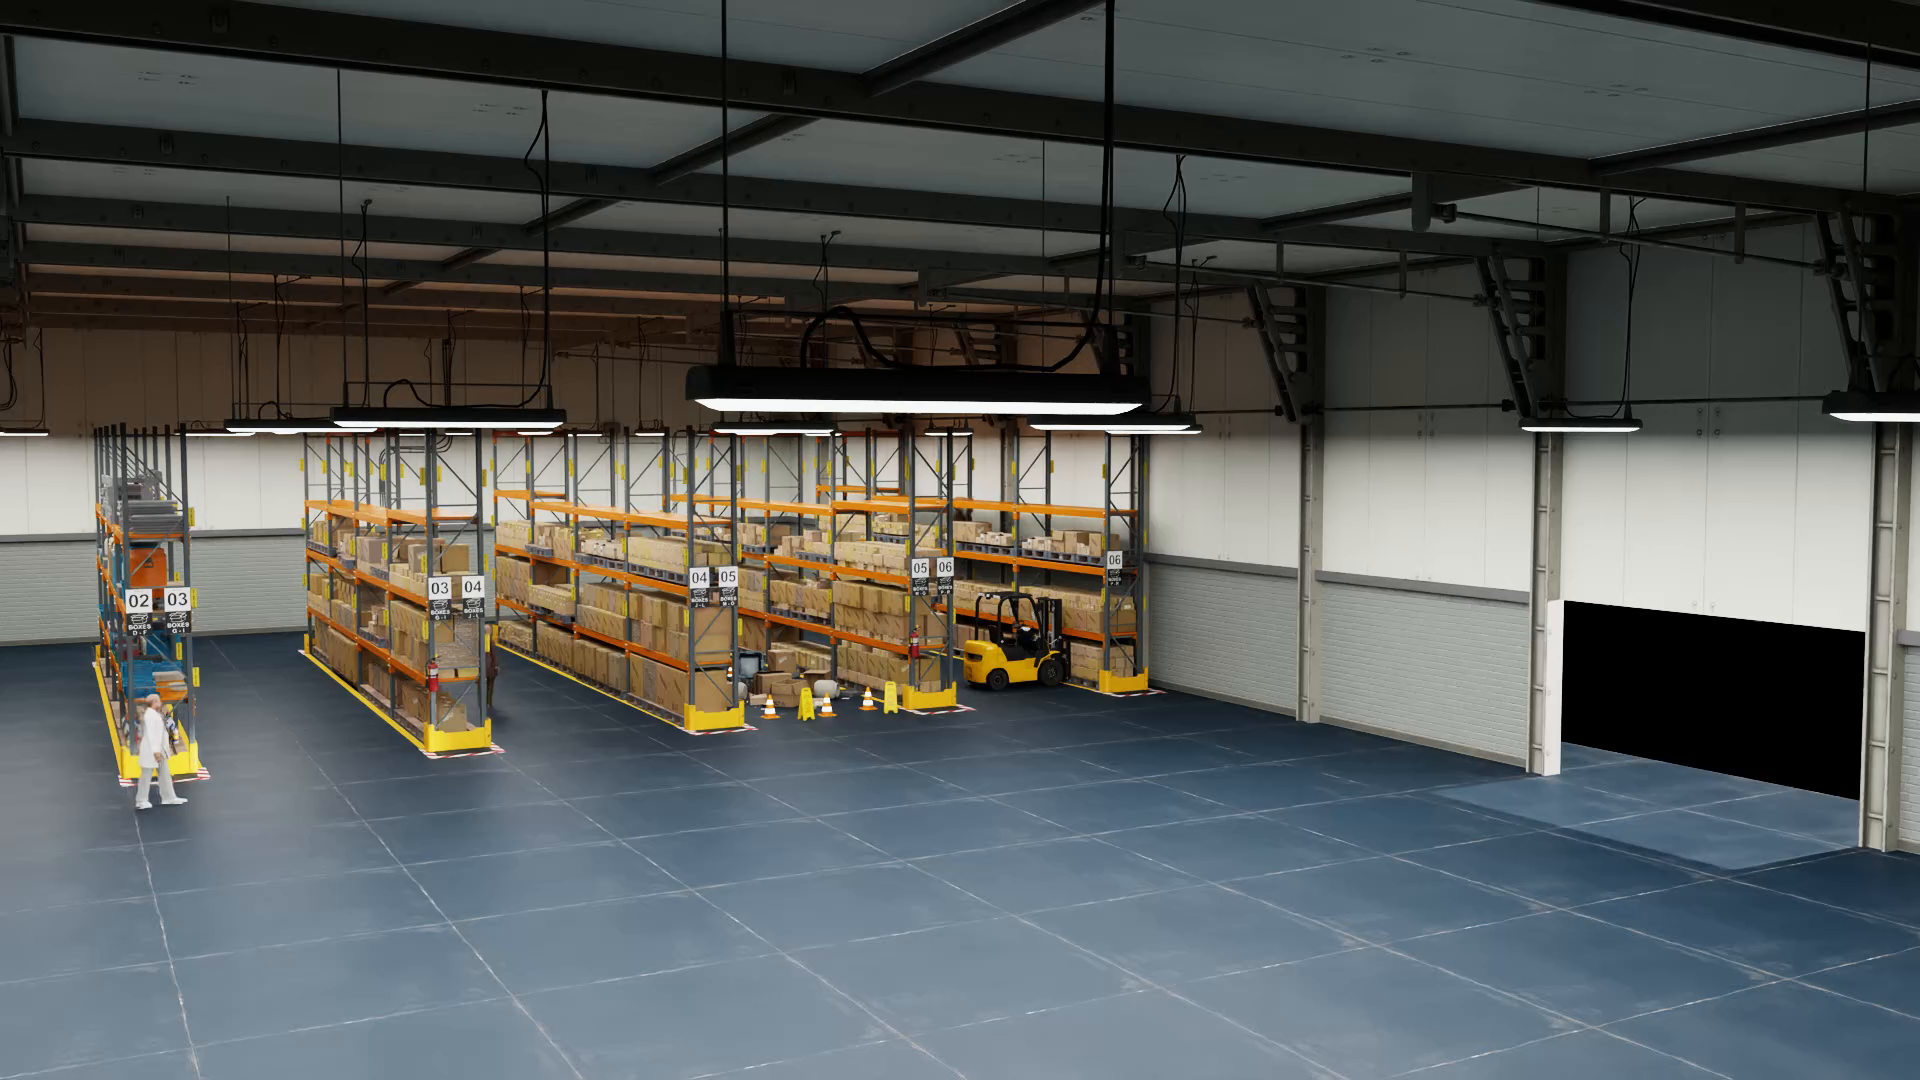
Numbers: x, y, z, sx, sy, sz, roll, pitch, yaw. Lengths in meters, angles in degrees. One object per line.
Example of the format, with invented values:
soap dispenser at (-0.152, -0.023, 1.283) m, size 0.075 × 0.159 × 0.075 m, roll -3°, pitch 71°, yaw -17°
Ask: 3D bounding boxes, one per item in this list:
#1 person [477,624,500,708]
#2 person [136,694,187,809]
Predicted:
person at (-10.068, 2.682, 35.347) m, size 0.579 × 1.789 × 0.519 m, roll 0°, pitch 3°, yaw 3°
person at (-12.470, 3.272, 25.824) m, size 0.693 × 1.767 × 0.612 m, roll 0°, pitch 3°, yaw -4°
